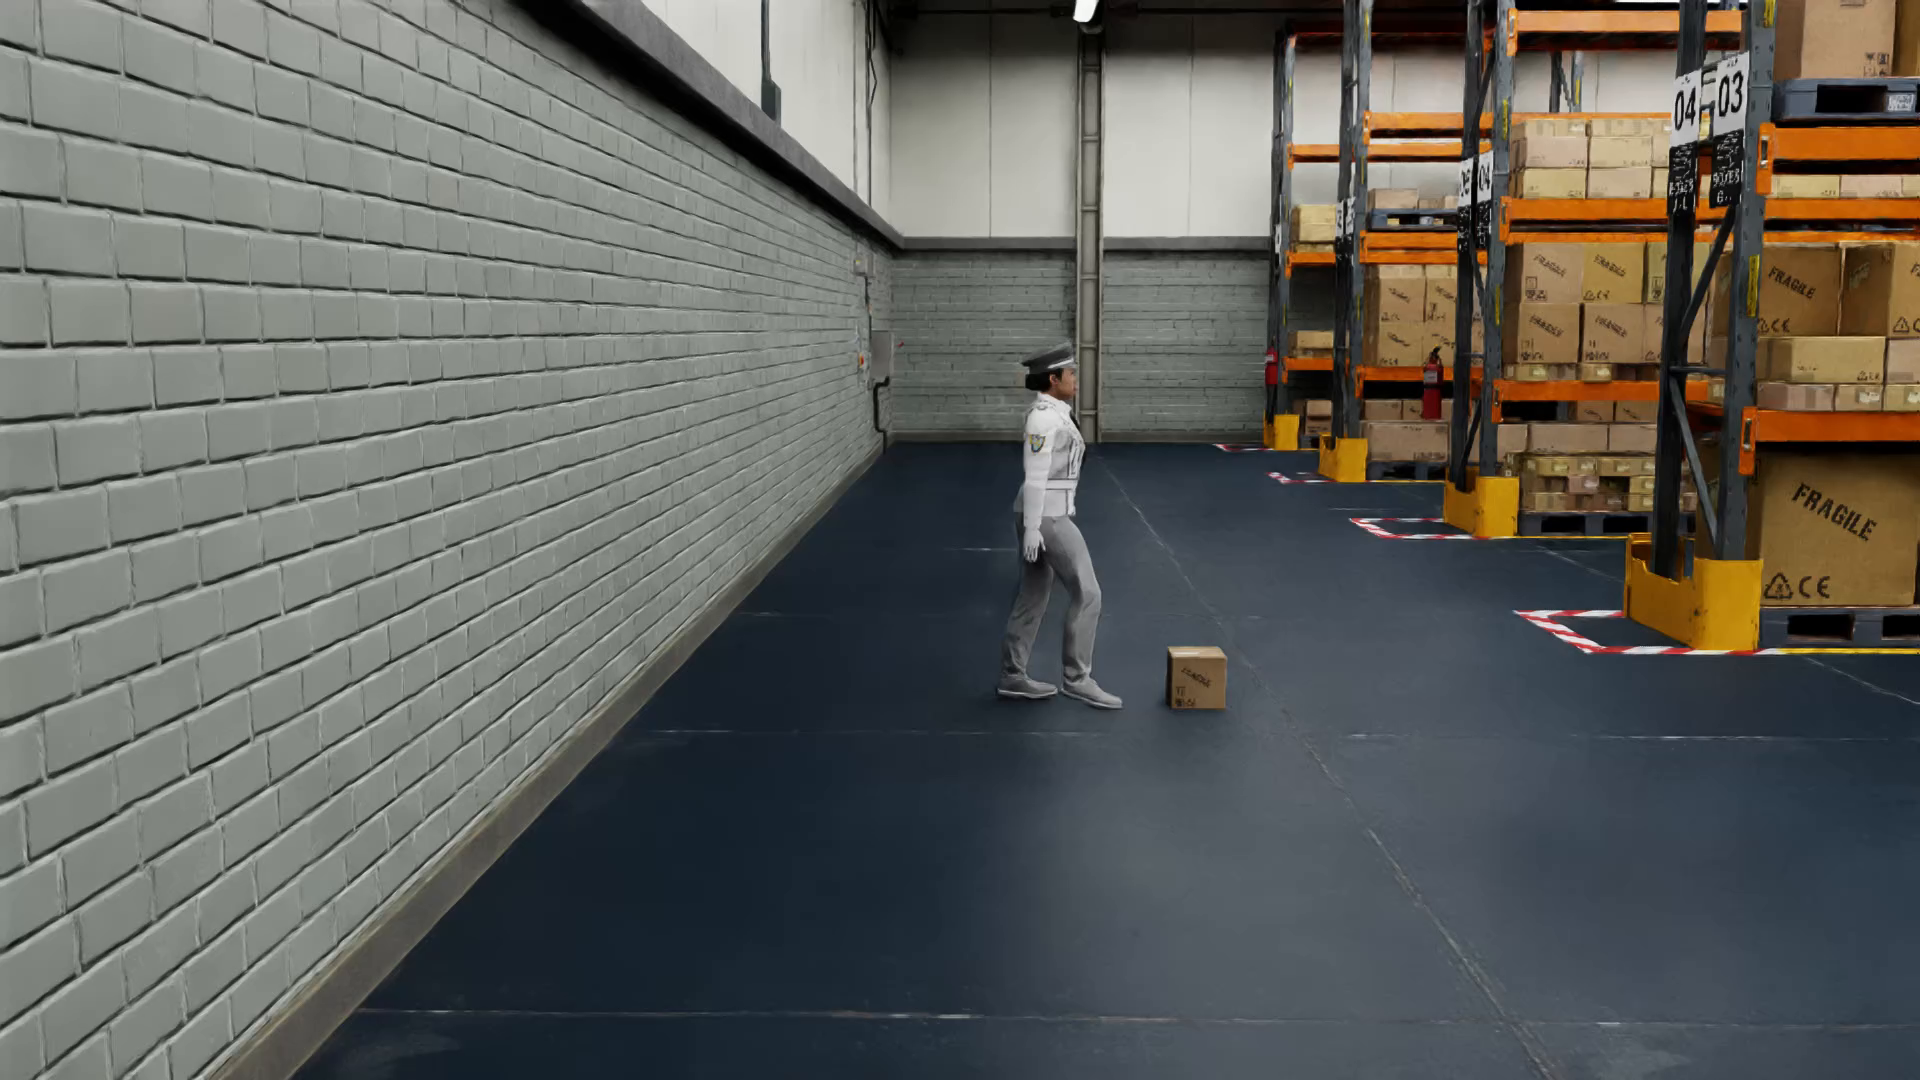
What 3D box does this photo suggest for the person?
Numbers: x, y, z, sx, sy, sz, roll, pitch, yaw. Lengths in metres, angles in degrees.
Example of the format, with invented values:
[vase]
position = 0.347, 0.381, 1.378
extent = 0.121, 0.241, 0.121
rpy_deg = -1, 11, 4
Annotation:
[person]
position = 0.464, -0.084, 7.761
extent = 0.575, 1.682, 0.478
rpy_deg = 0, 7, 0
